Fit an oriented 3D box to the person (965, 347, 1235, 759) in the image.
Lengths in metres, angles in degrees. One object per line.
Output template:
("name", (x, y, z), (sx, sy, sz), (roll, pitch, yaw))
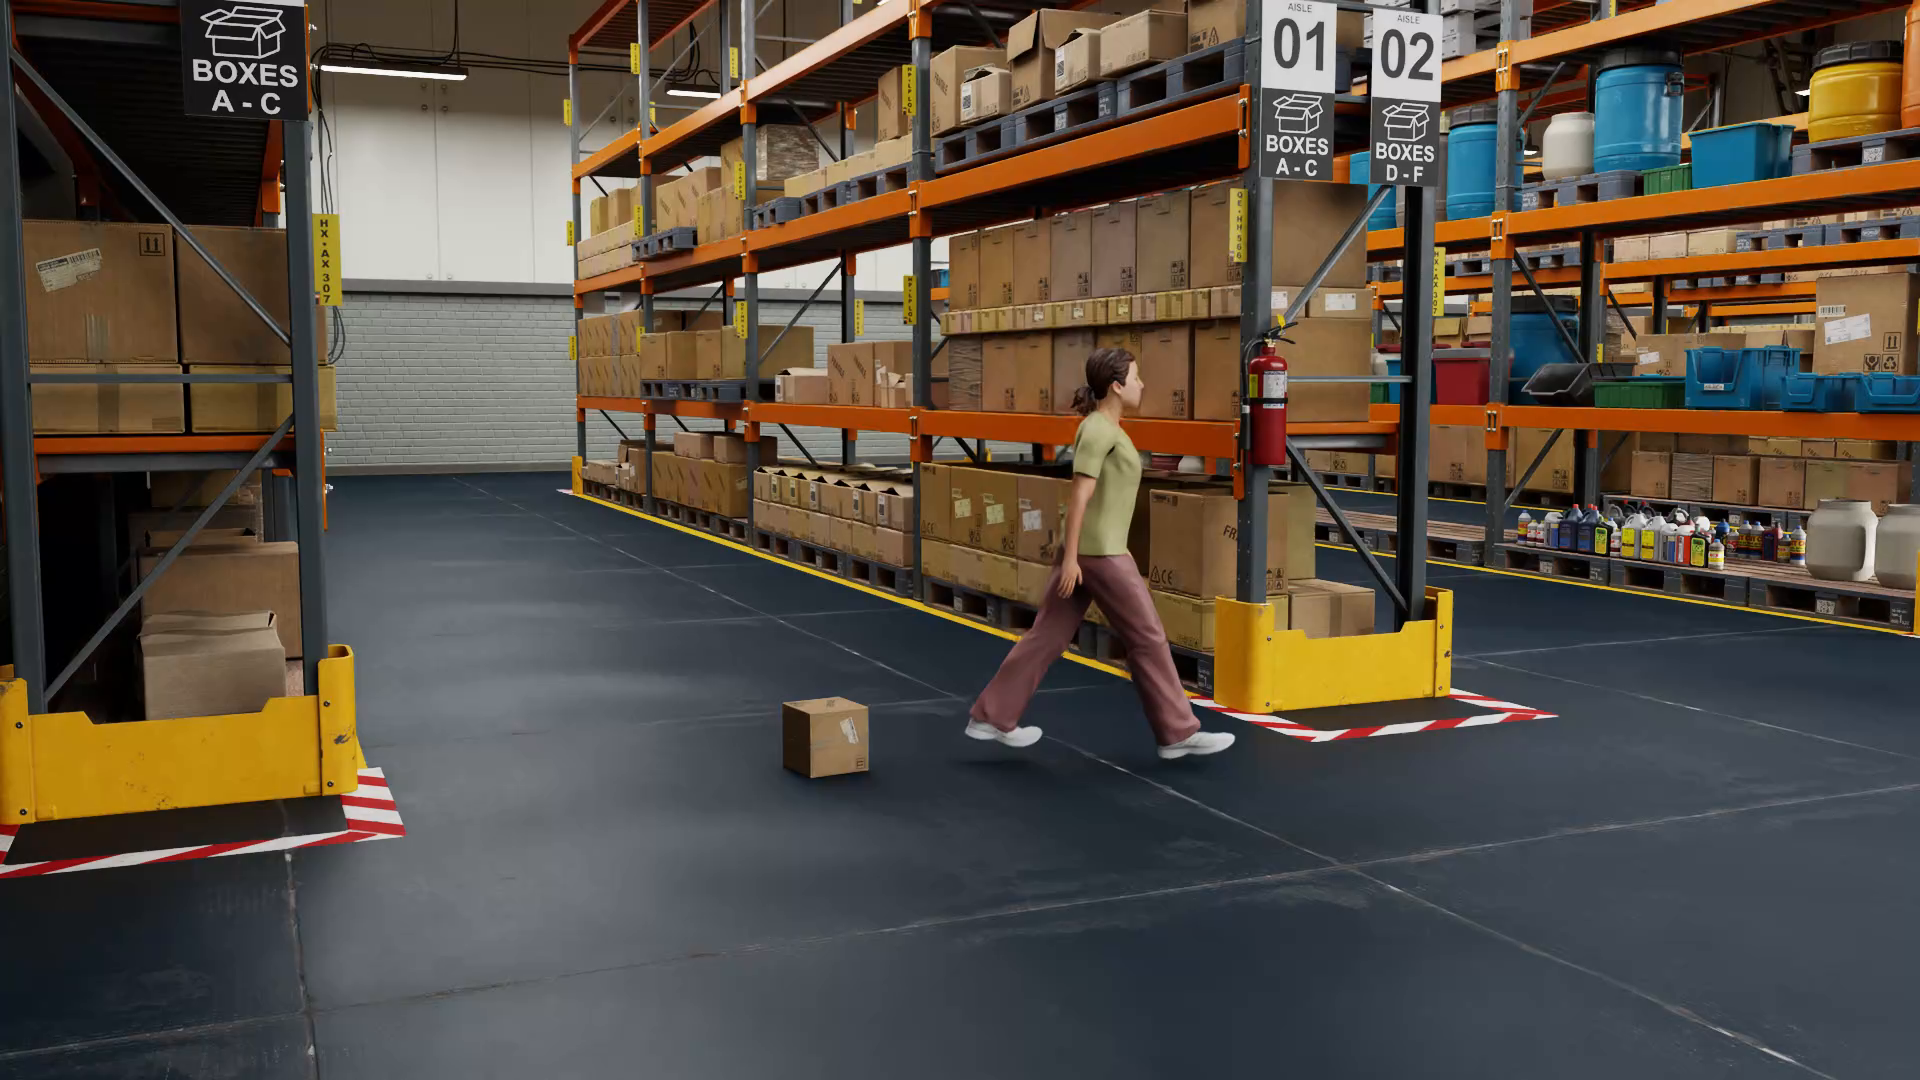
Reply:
("person", (0.546, 0.053, 6.544), (1.058, 1.608, 0.467), (0, 5, -3))
